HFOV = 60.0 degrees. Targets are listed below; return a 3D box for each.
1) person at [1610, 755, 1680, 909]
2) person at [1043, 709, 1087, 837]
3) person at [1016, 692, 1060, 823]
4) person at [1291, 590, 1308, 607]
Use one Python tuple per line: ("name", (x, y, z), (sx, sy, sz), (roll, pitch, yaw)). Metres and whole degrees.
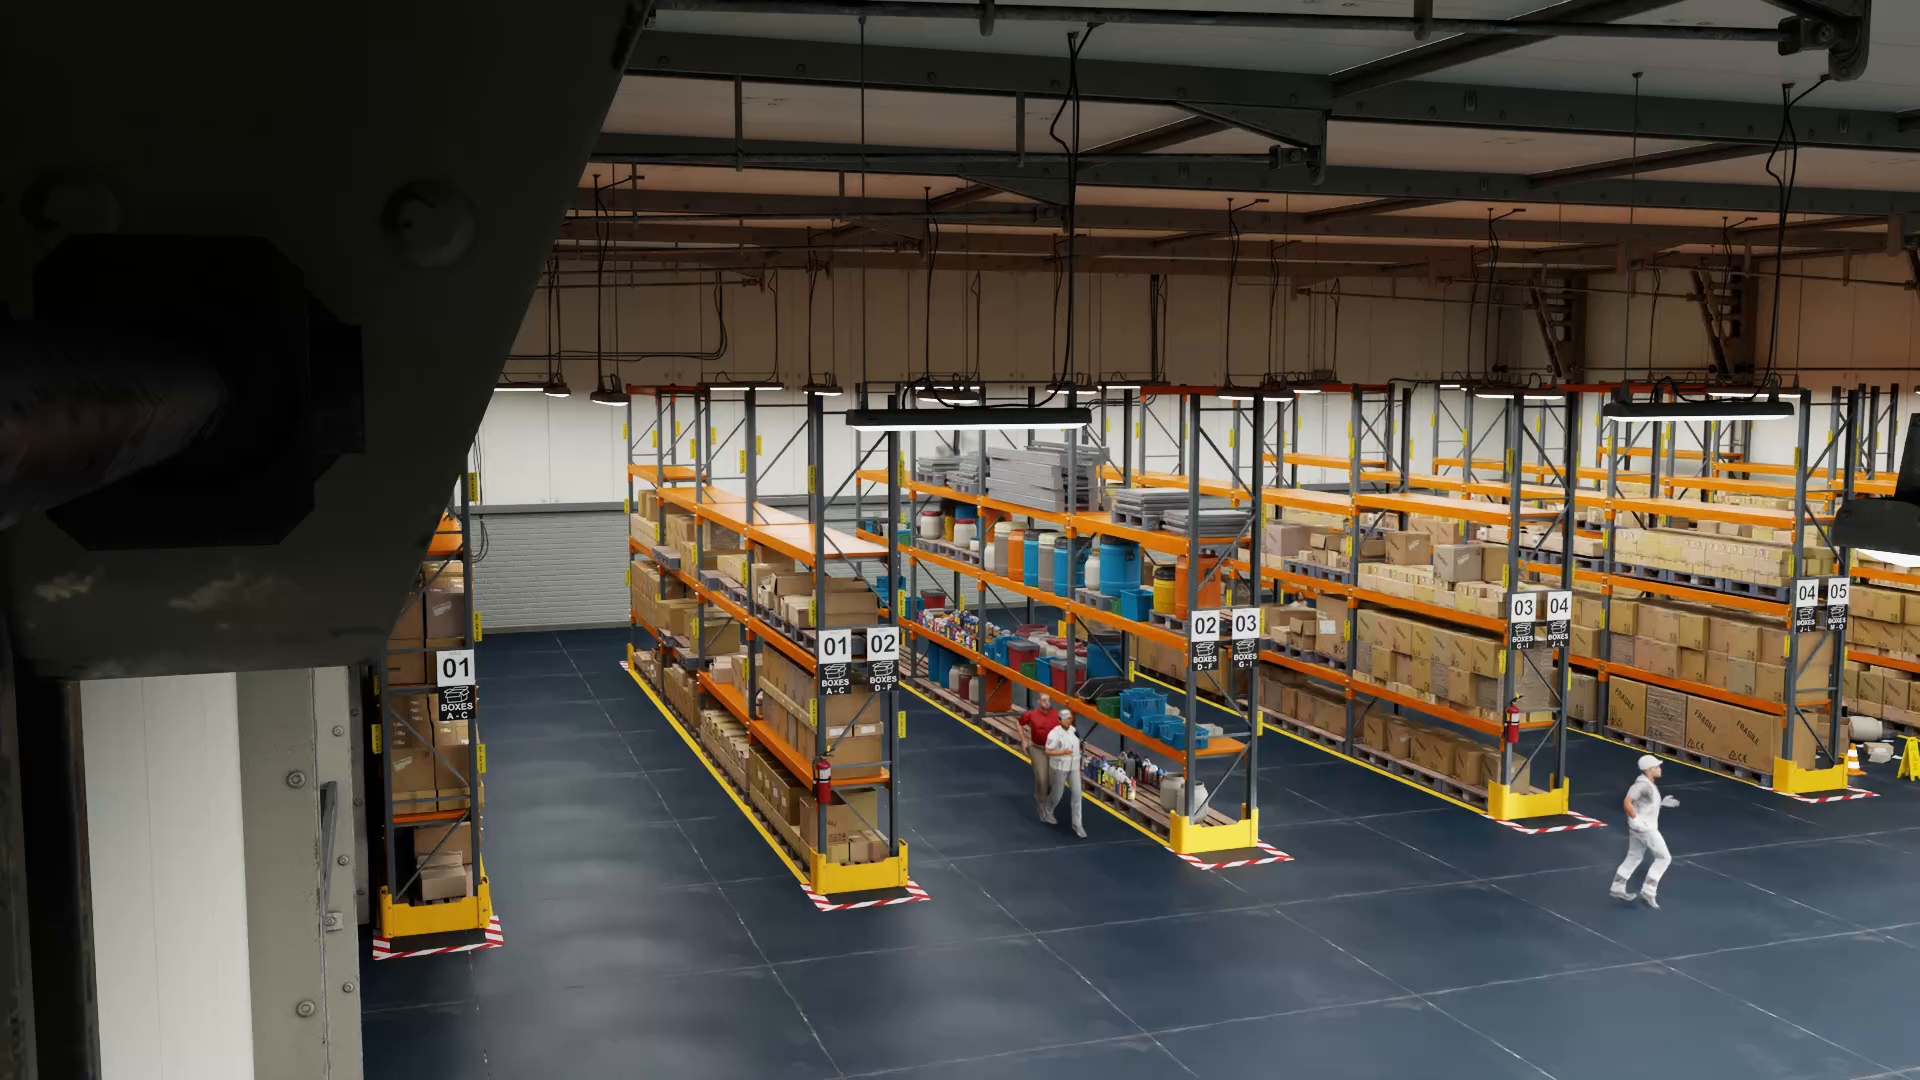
("person", (8.092, 3.435, 19.628), (0.746, 1.832, 0.616), (1, 6, 14))
("person", (1.435, 3.141, 22.699), (0.605, 1.679, 0.853), (-3, 7, -25))
("person", (1.181, 3.041, 23.564), (0.640, 1.786, 0.837), (-2, 6, -22))
("person", (7.298, 1.875, 35.616), (0.543, 1.596, 0.672), (-1, 6, -12))
